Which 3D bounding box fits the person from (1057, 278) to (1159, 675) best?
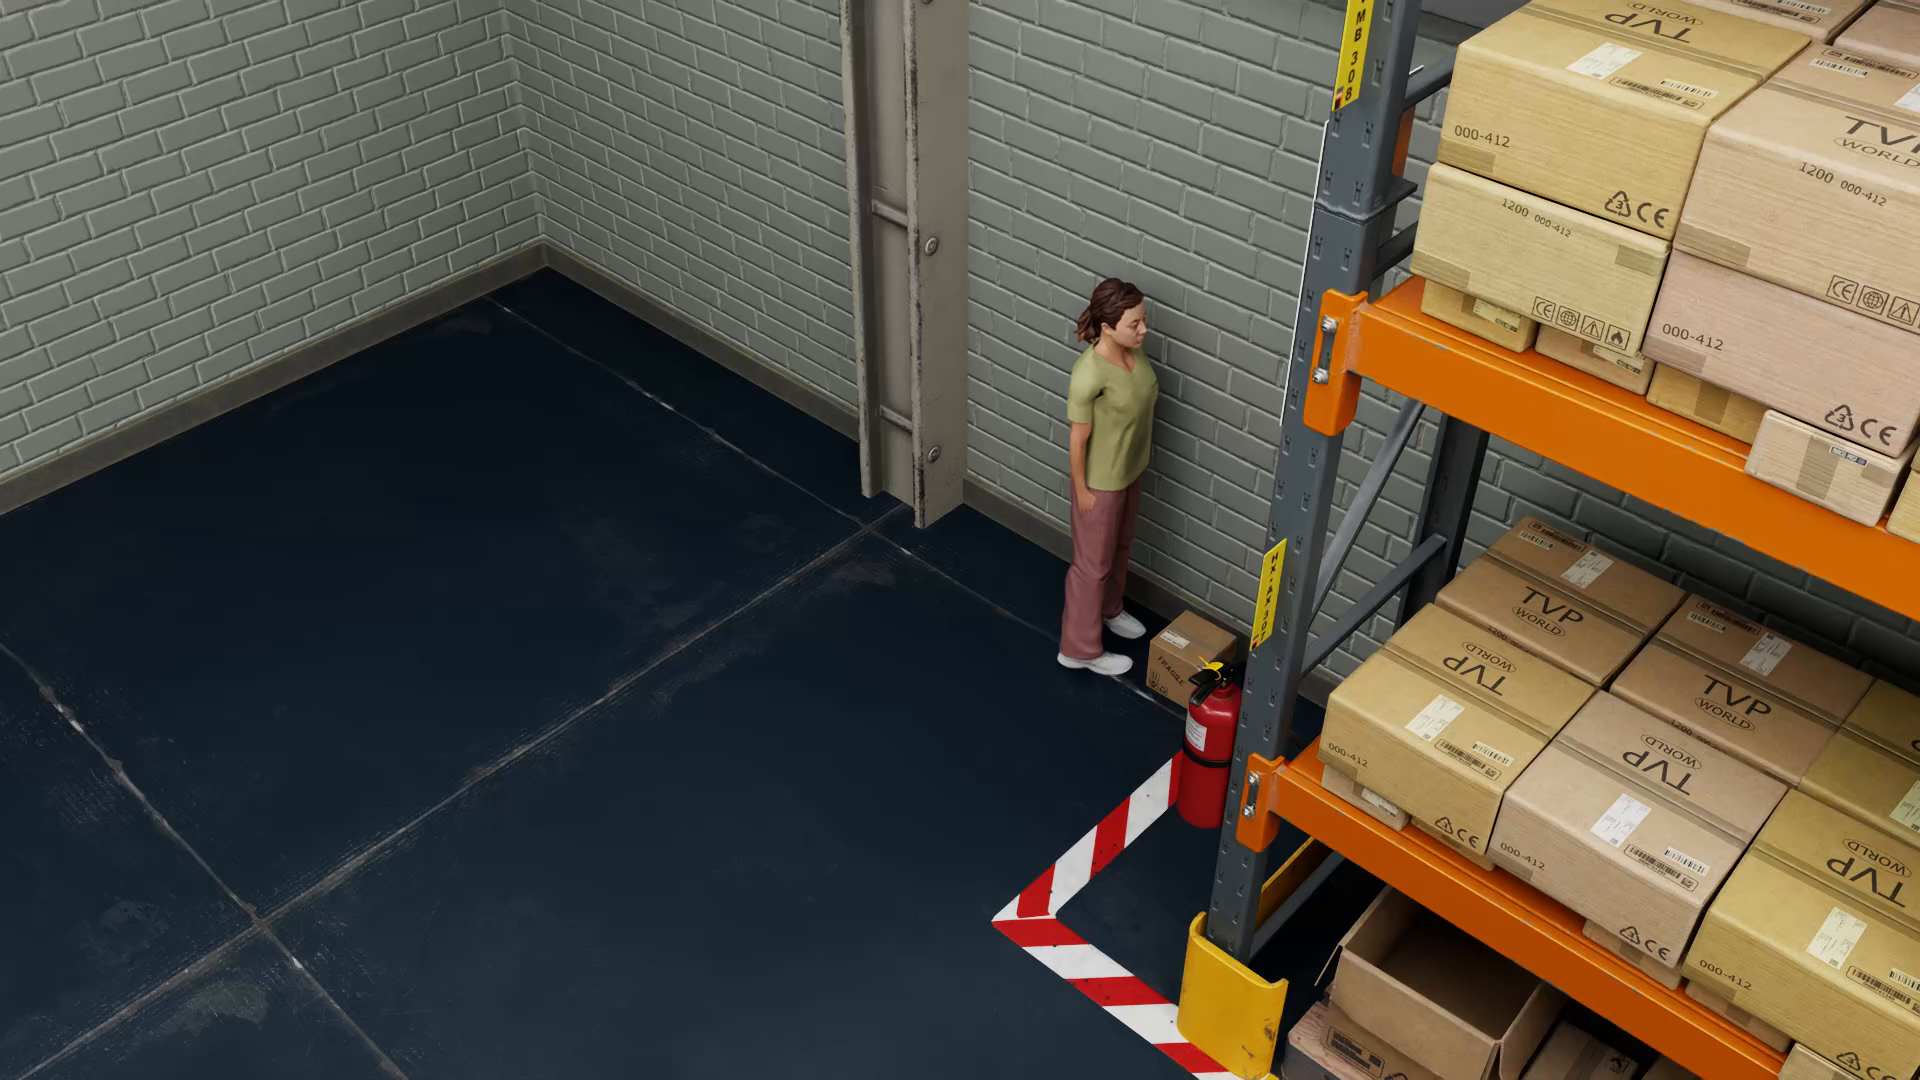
[{"bbox_3d":[0.589,-0.241,6.443,0.424,1.676,0.533,23,45,25],"label":"person"}]
